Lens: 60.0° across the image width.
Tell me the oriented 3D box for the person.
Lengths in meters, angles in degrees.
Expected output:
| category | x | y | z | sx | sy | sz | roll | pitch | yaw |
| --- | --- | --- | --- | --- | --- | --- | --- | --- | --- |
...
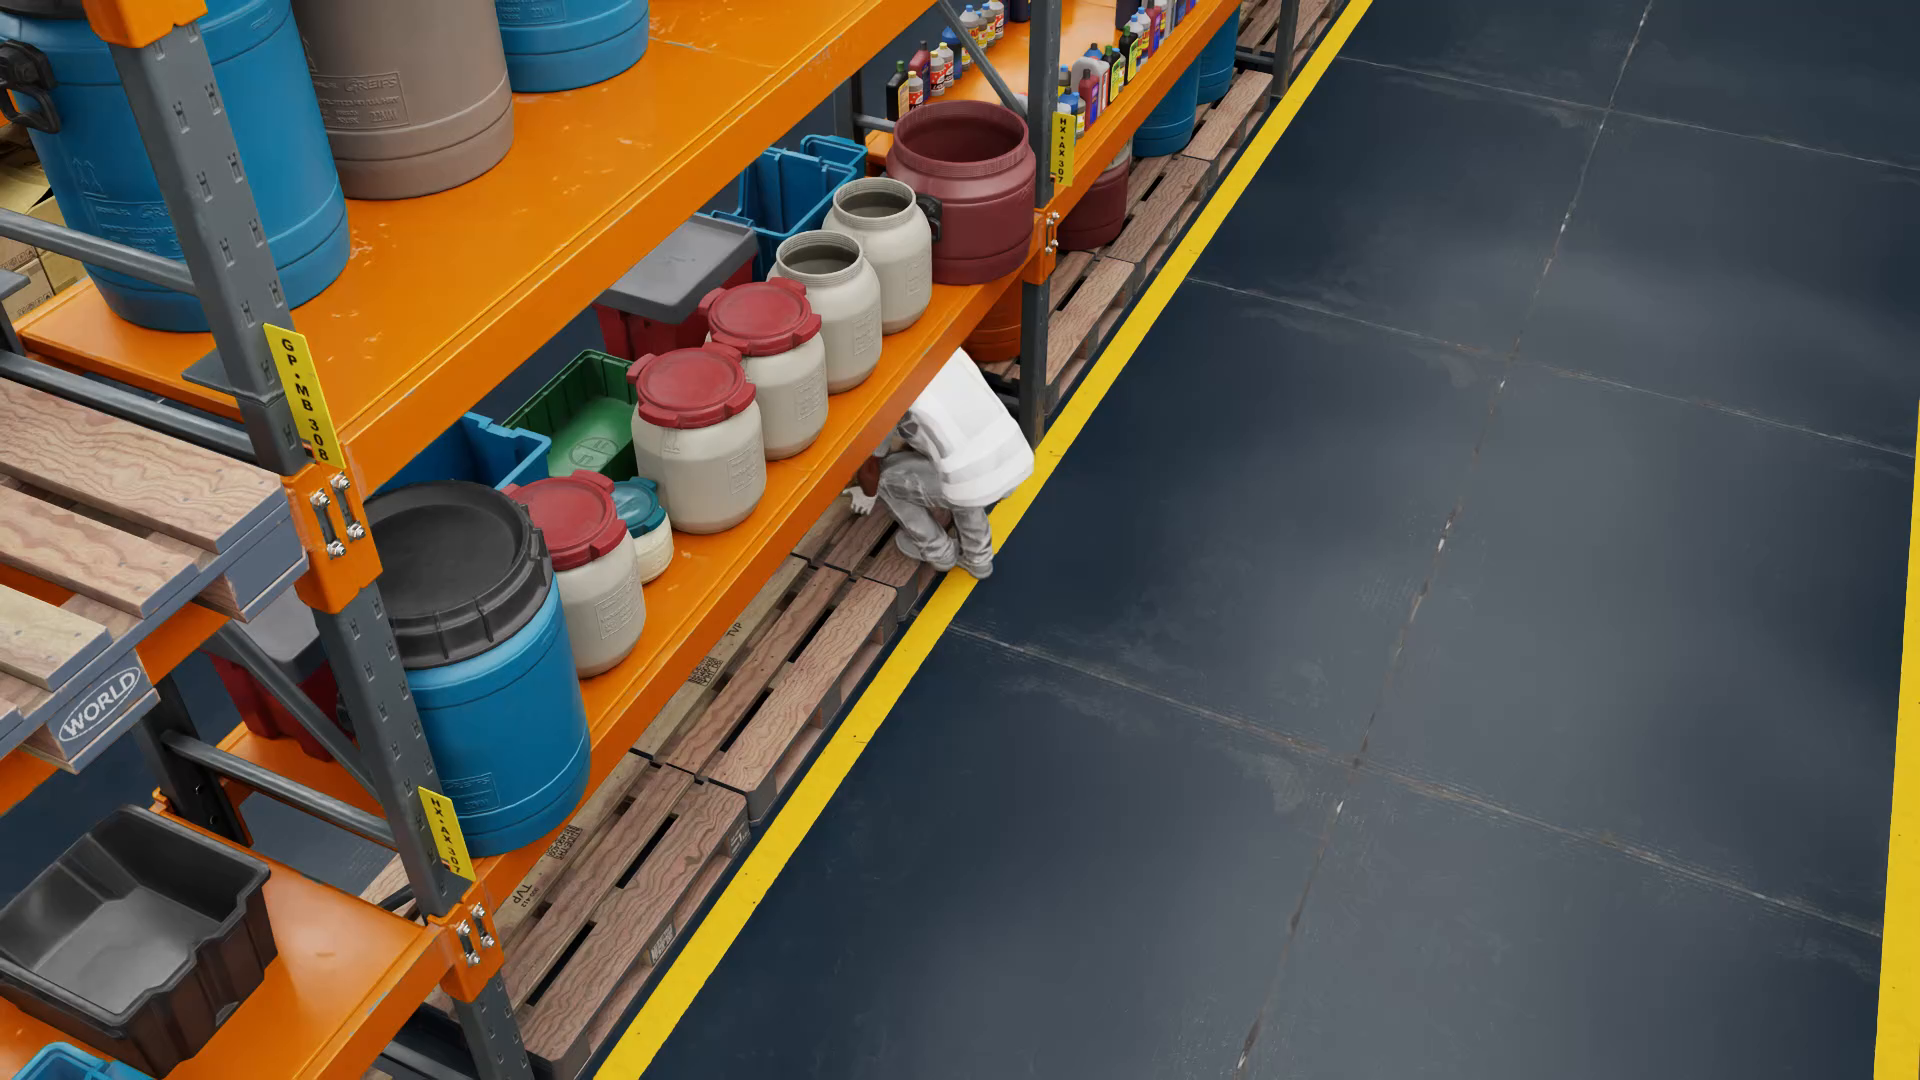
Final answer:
| category | x | y | z | sx | sy | sz | roll | pitch | yaw |
| --- | --- | --- | --- | --- | --- | --- | --- | --- | --- |
| person | -0.130 | -0.309 | 6.897 | 0.861 | 1.247 | 0.609 | 31 | 50 | 30 |
